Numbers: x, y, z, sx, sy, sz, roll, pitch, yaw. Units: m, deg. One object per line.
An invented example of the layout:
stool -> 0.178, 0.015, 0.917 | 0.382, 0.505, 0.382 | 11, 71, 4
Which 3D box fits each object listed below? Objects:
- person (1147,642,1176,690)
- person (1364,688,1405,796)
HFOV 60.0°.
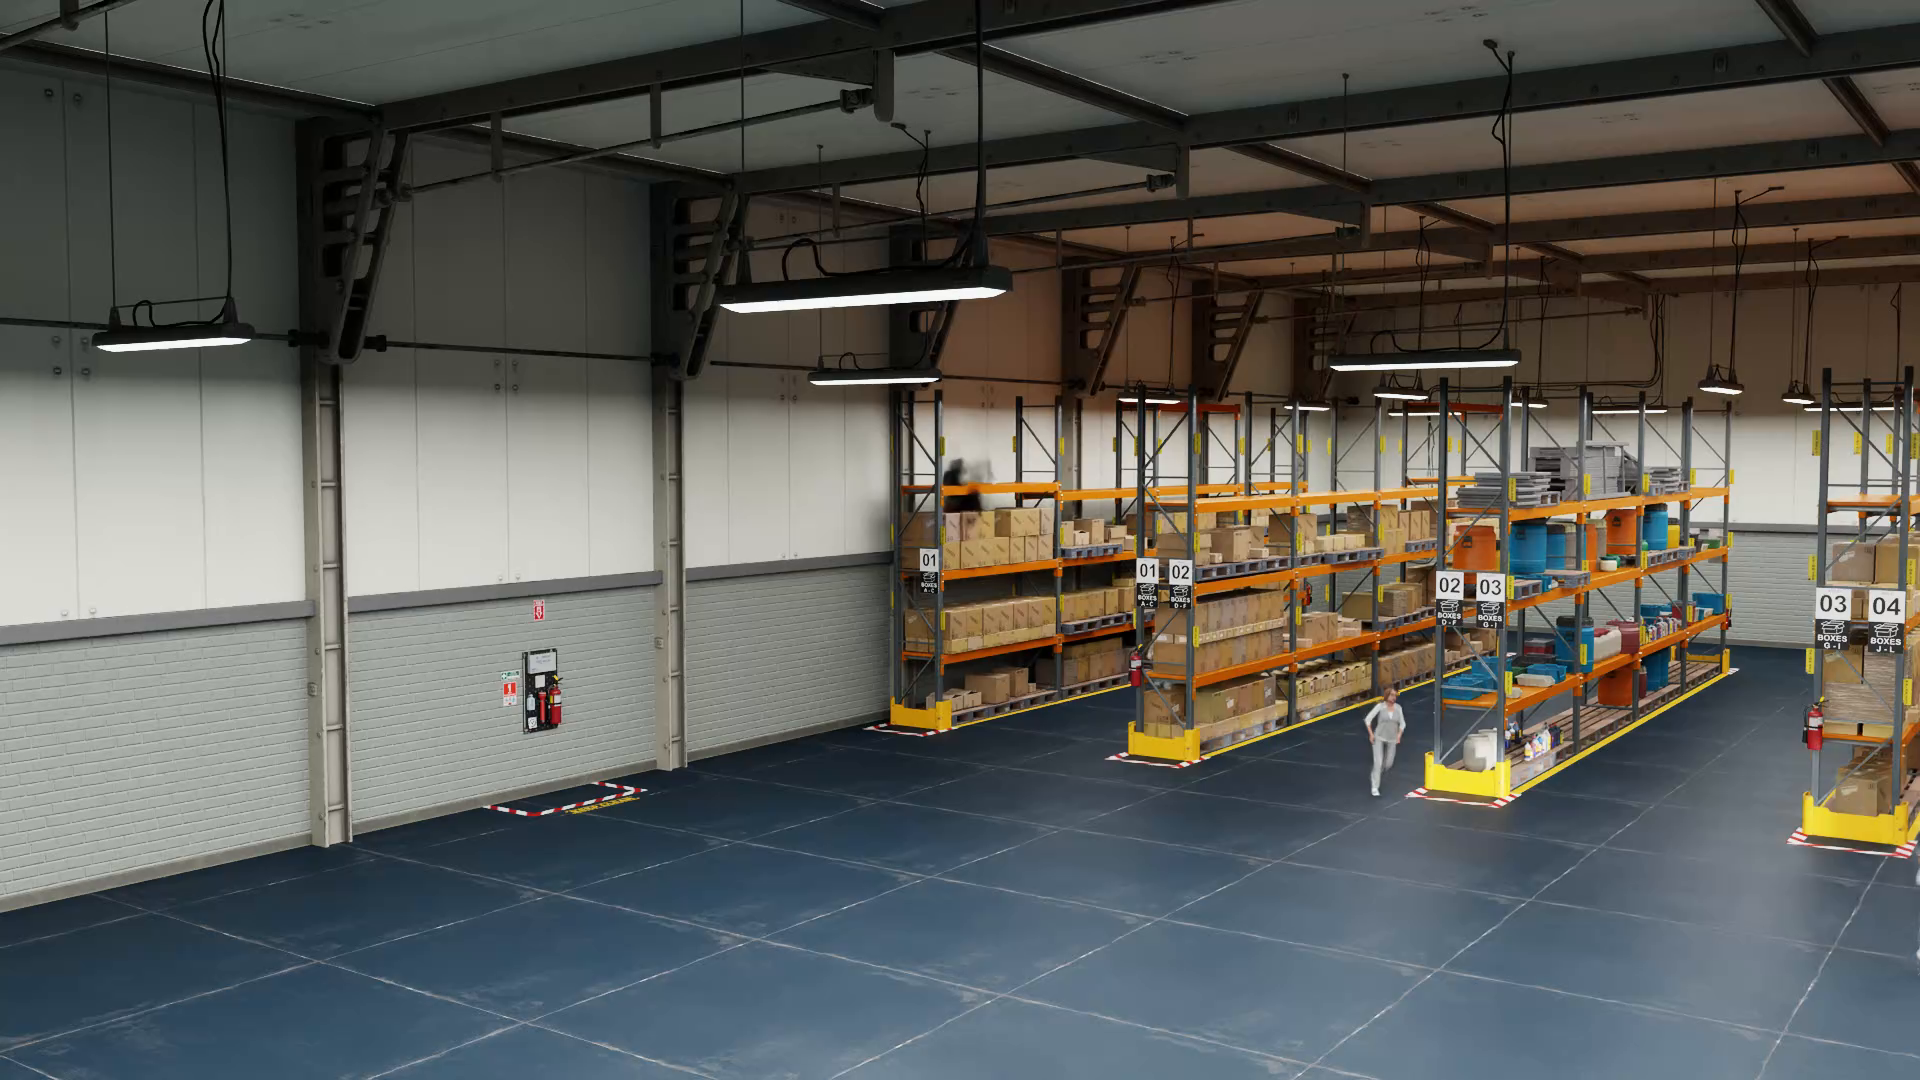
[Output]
person -> 3.717, 2.399, 30.136 | 0.706, 1.768, 1.047 | 1, 3, 22
person -> 6.122, 2.931, 23.969 | 0.583, 1.451, 0.573 | 0, 3, 0
